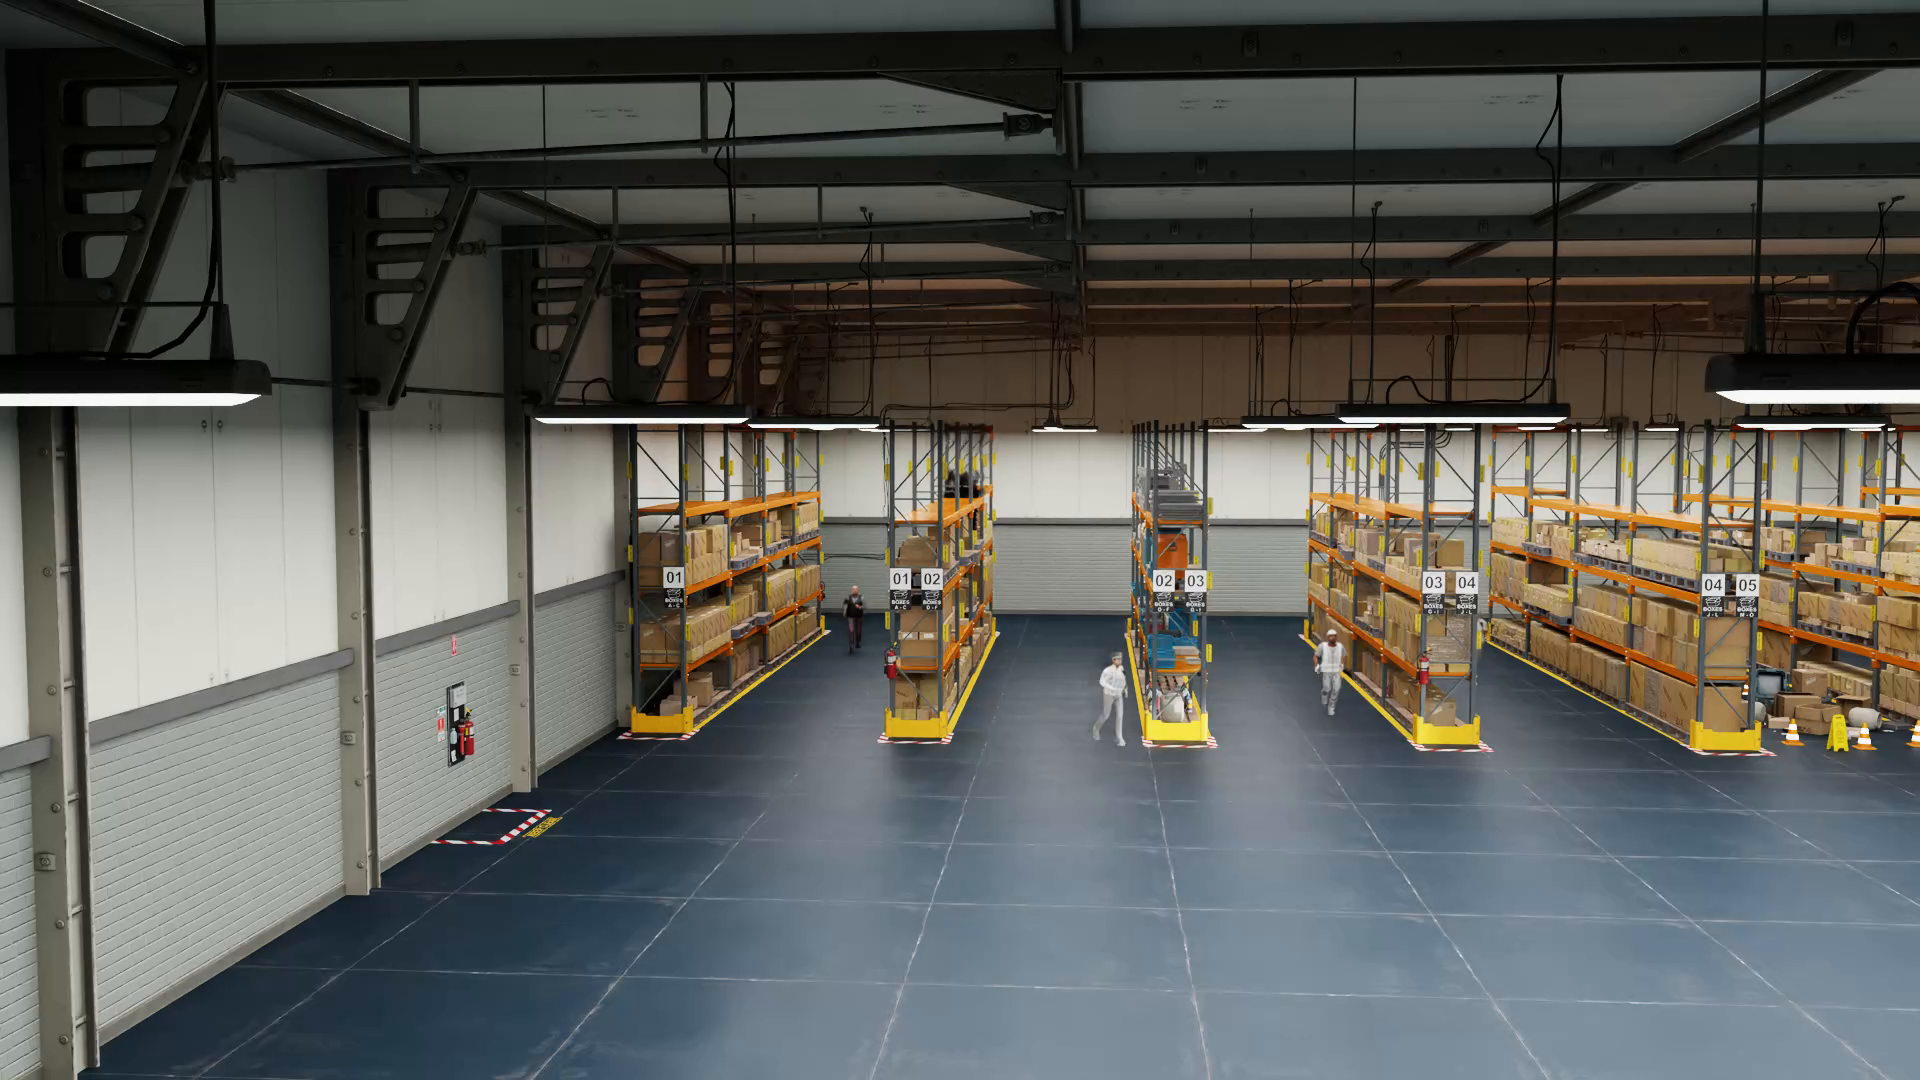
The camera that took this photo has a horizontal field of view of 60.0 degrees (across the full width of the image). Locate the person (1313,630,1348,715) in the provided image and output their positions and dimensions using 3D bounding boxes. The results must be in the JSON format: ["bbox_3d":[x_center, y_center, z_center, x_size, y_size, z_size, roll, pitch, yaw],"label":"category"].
[{"bbox_3d":[7.627,2.706,34.156,0.699,1.744,0.596,0,4,2],"label":"person"}]

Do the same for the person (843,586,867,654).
[{"bbox_3d":[-2.761,2.072,43.704,0.650,1.726,0.940,0,4,-4],"label":"person"}]

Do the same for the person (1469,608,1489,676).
[{"bbox_3d":[12.128,2.418,39.024,0.553,1.691,0.645,0,4,1],"label":"person"}]

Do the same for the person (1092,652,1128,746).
[{"bbox_3d":[2.868,2.911,30.898,0.674,1.694,0.856,-2,4,-33],"label":"person"}]
